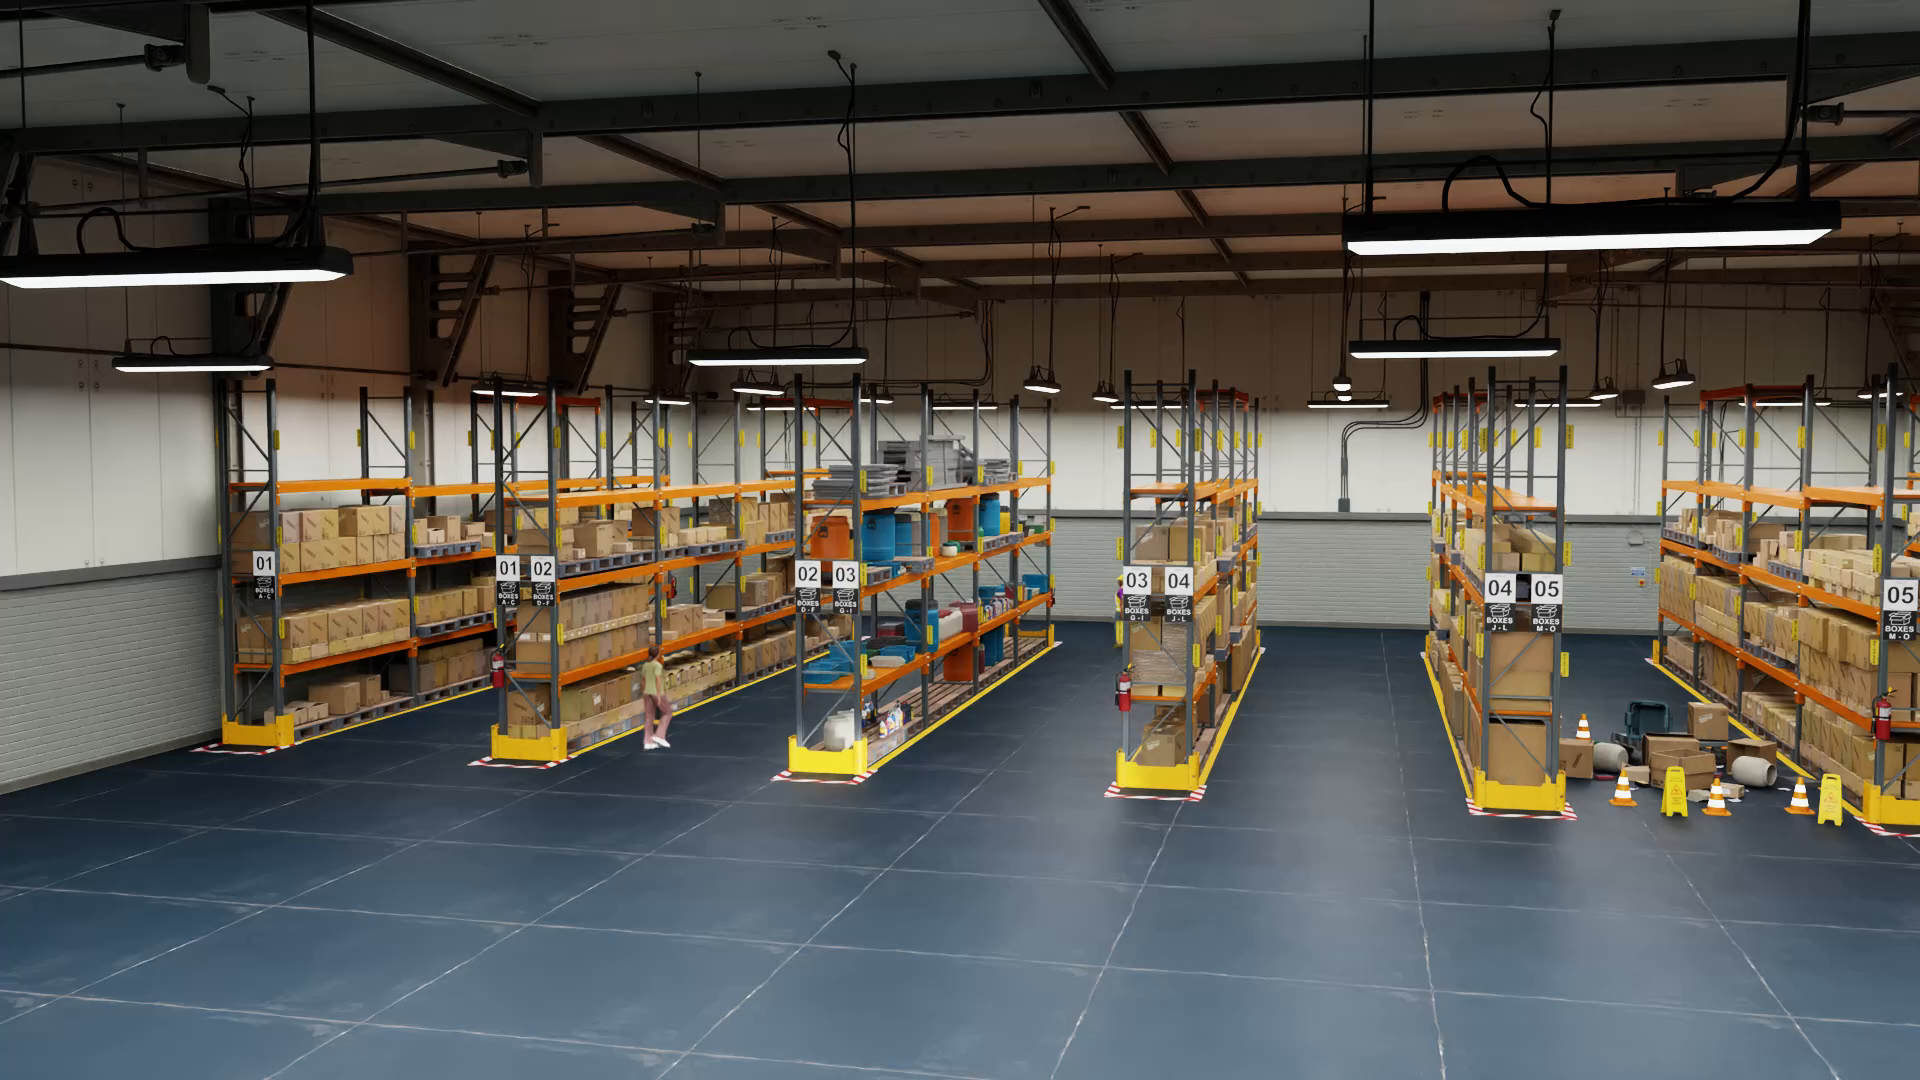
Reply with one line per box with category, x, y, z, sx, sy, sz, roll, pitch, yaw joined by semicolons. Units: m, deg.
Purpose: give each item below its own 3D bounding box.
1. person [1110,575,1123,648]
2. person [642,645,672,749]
person;3.922;1.735;40.034;0.593;1.802;0.611;2;4;33
person;-4.978;2.541;26.985;0.479;1.656;0.515;2;4;26
